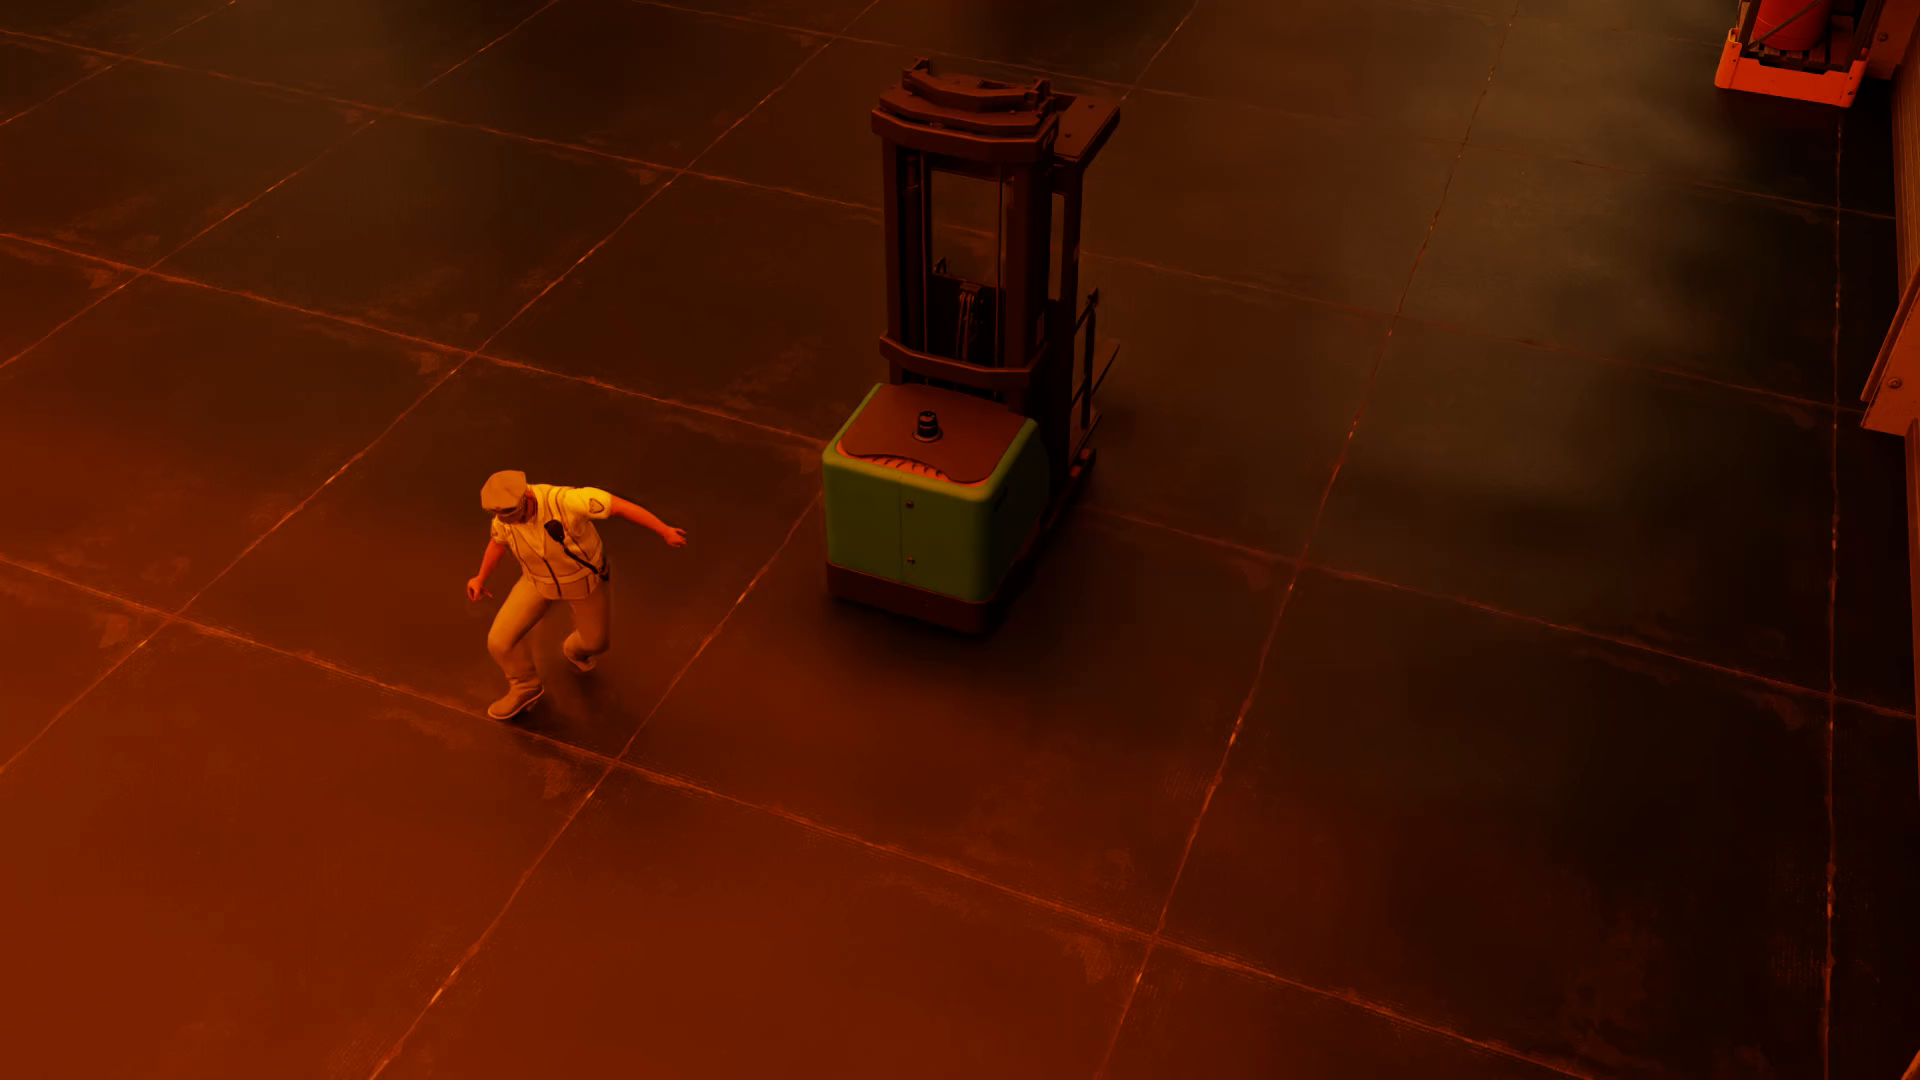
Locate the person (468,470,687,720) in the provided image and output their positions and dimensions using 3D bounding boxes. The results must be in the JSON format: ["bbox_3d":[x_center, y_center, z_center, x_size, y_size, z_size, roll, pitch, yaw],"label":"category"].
[{"bbox_3d":[-2.029,0.242,8.839,1.205,1.669,0.630,-2,40,-2],"label":"person"}]

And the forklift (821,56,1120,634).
[{"bbox_3d":[0.238,-1.533,9.837,1.130,2.935,3.031,15,42,17],"label":"forklift"}]
